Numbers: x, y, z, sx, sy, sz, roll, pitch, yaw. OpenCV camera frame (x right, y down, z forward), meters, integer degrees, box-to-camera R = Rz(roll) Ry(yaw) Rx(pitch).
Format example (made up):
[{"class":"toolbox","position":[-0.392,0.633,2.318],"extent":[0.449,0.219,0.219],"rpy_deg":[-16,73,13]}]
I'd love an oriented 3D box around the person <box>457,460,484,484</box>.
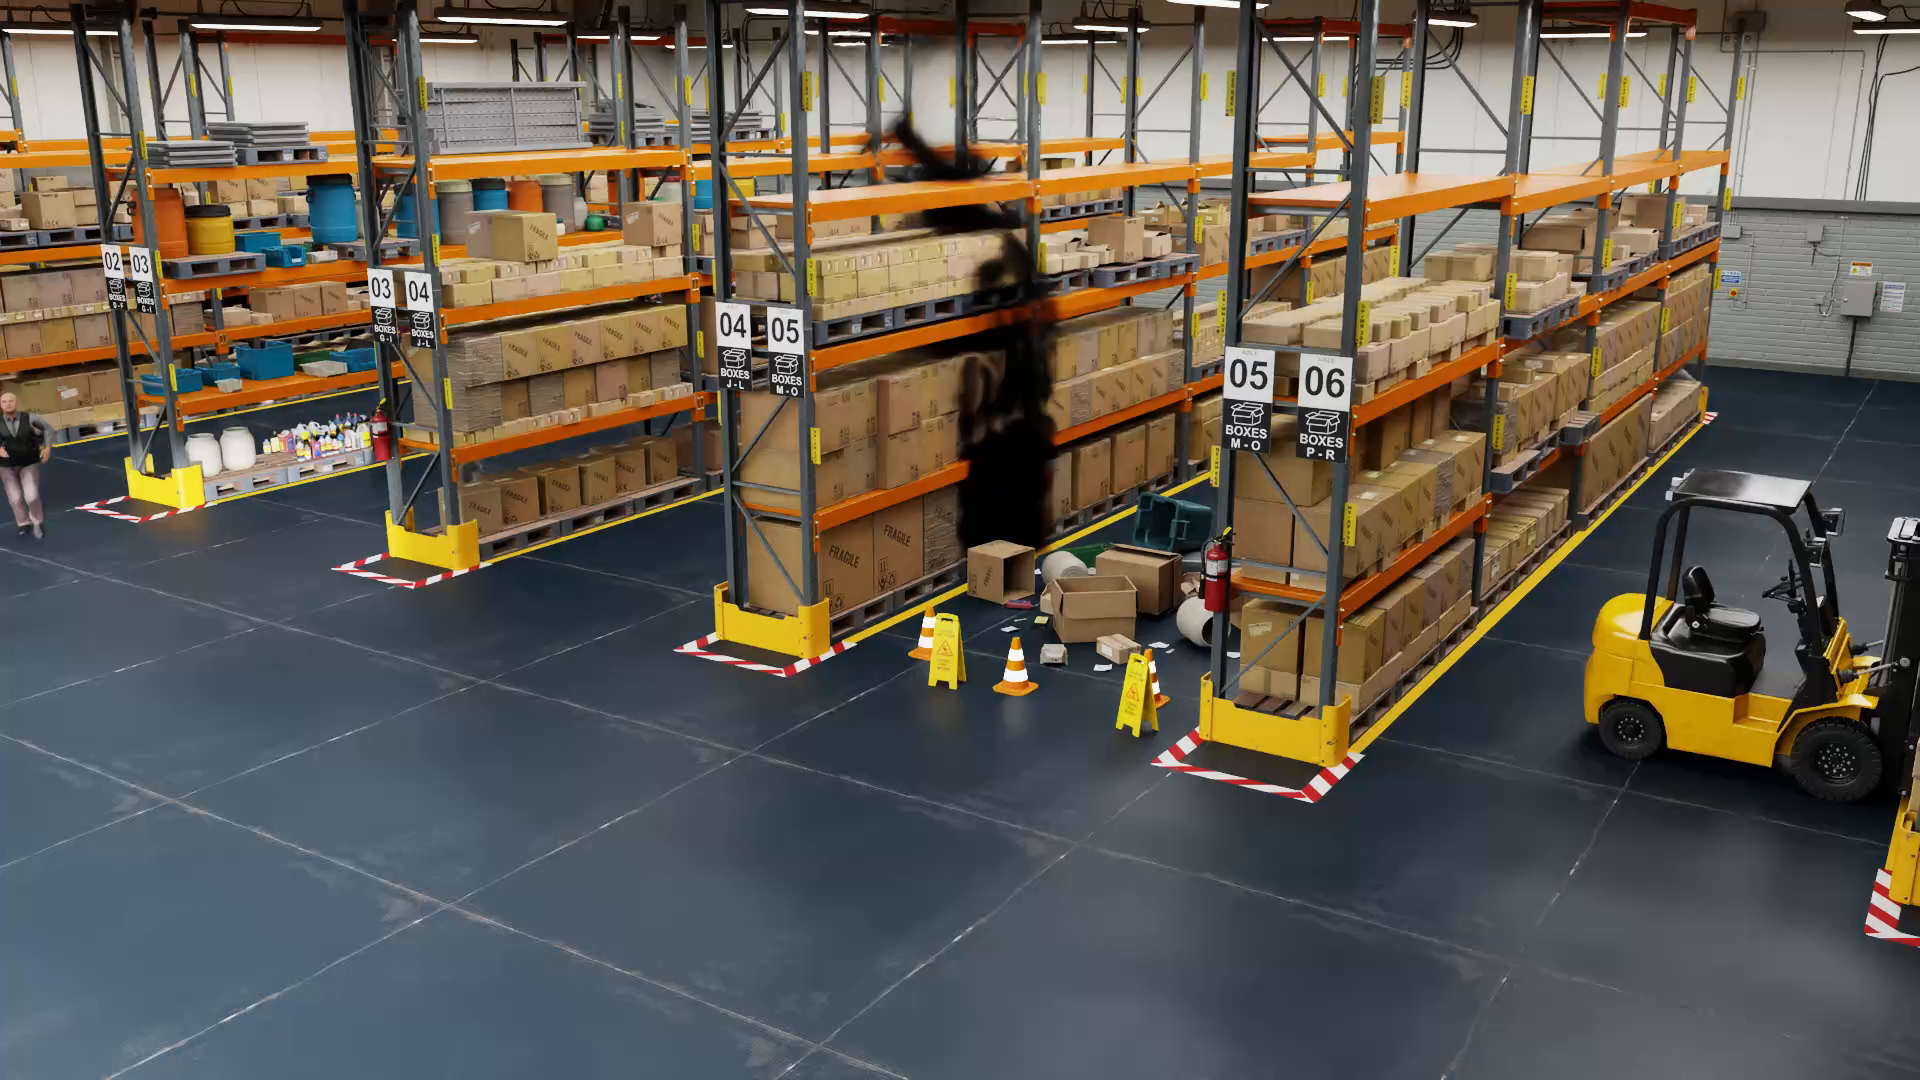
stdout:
[{"class":"person","position":[-6.306,-1.434,20.979],"extent":[0.657,1.776,0.950],"rpy_deg":[5,16,17]}]

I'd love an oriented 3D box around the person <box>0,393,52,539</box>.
[{"class":"person","position":[-10.756,-0.825,19.060],"extent":[0.685,1.746,0.700],"rpy_deg":[-7,17,-22]}]

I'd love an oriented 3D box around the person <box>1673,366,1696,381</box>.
[{"class":"person","position":[11.643,-3.057,27.172],"extent":[0.977,1.606,0.649],"rpy_deg":[13,20,38]}]
